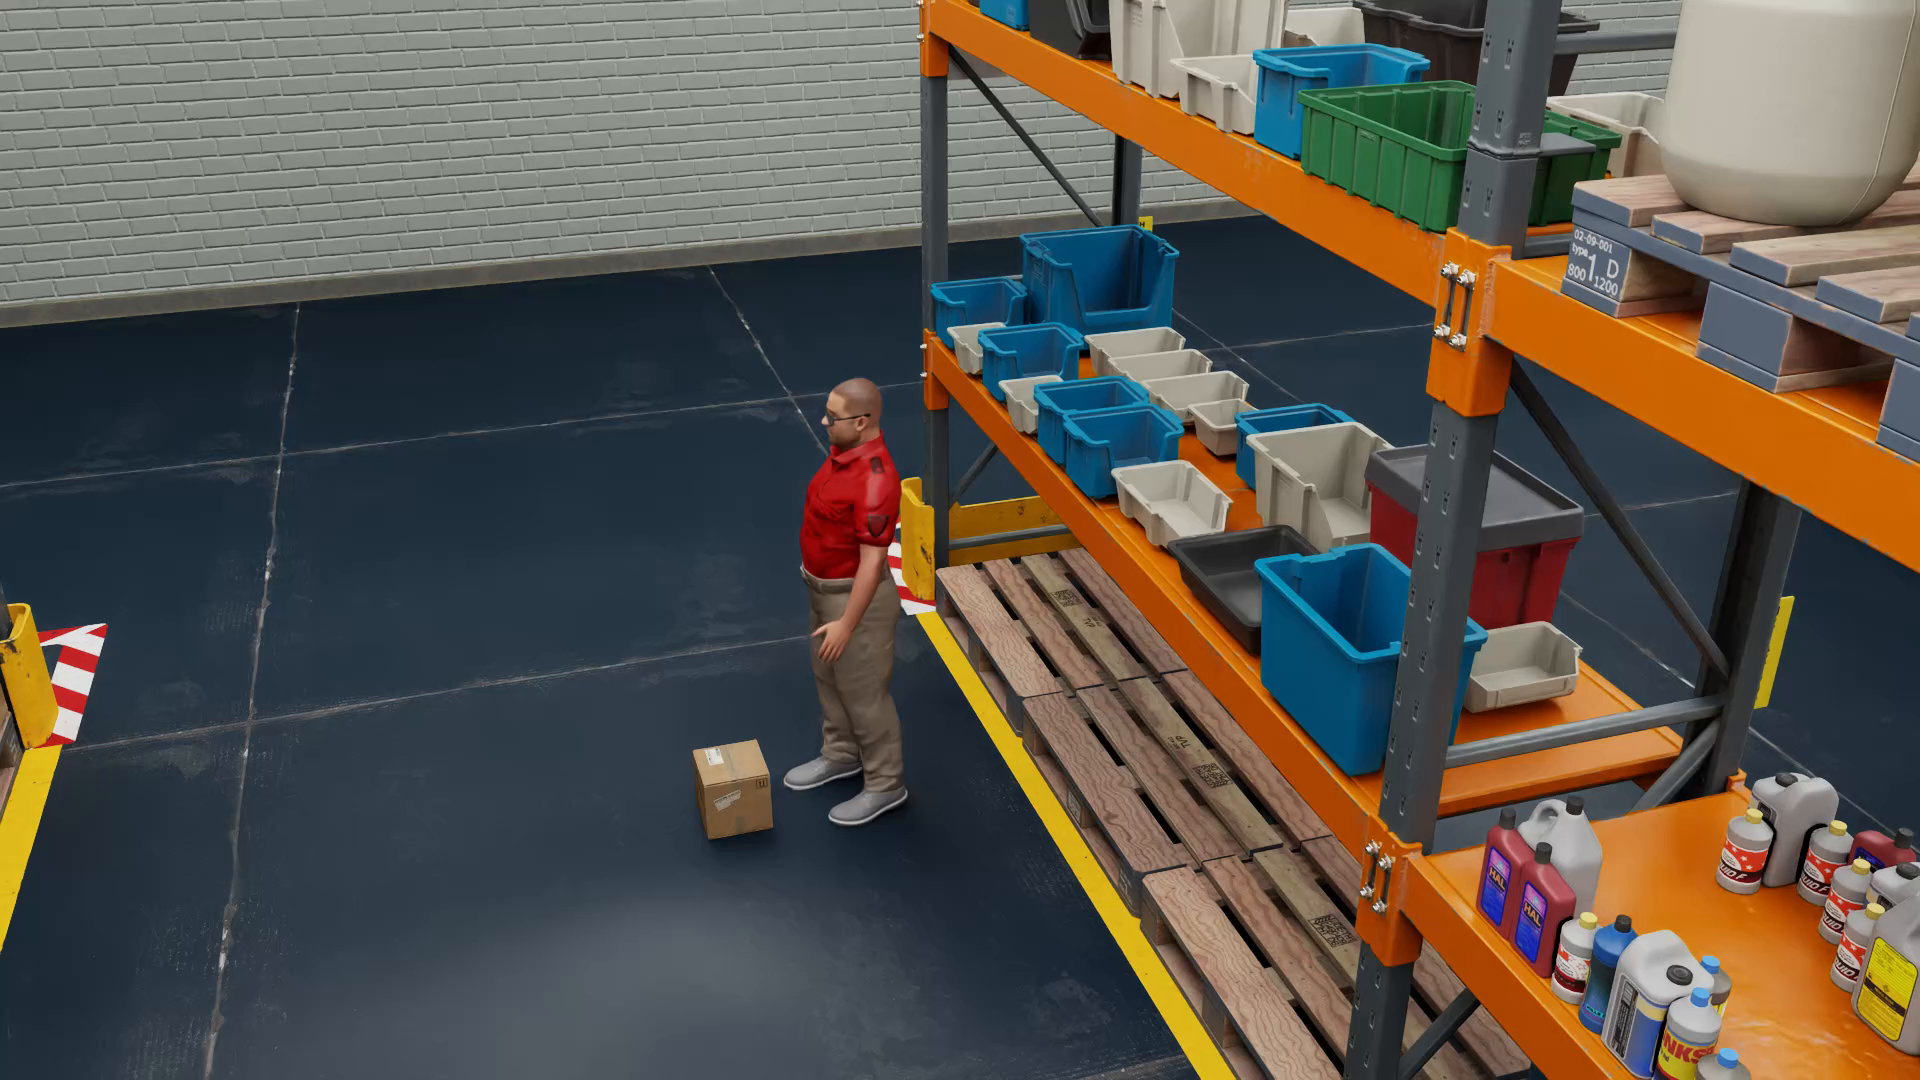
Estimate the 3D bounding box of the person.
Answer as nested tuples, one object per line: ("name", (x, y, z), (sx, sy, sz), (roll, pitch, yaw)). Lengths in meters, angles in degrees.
("person", (-0.449, 0.233, 6.164), (0.434, 1.740, 0.558), (-8, 27, -16))
